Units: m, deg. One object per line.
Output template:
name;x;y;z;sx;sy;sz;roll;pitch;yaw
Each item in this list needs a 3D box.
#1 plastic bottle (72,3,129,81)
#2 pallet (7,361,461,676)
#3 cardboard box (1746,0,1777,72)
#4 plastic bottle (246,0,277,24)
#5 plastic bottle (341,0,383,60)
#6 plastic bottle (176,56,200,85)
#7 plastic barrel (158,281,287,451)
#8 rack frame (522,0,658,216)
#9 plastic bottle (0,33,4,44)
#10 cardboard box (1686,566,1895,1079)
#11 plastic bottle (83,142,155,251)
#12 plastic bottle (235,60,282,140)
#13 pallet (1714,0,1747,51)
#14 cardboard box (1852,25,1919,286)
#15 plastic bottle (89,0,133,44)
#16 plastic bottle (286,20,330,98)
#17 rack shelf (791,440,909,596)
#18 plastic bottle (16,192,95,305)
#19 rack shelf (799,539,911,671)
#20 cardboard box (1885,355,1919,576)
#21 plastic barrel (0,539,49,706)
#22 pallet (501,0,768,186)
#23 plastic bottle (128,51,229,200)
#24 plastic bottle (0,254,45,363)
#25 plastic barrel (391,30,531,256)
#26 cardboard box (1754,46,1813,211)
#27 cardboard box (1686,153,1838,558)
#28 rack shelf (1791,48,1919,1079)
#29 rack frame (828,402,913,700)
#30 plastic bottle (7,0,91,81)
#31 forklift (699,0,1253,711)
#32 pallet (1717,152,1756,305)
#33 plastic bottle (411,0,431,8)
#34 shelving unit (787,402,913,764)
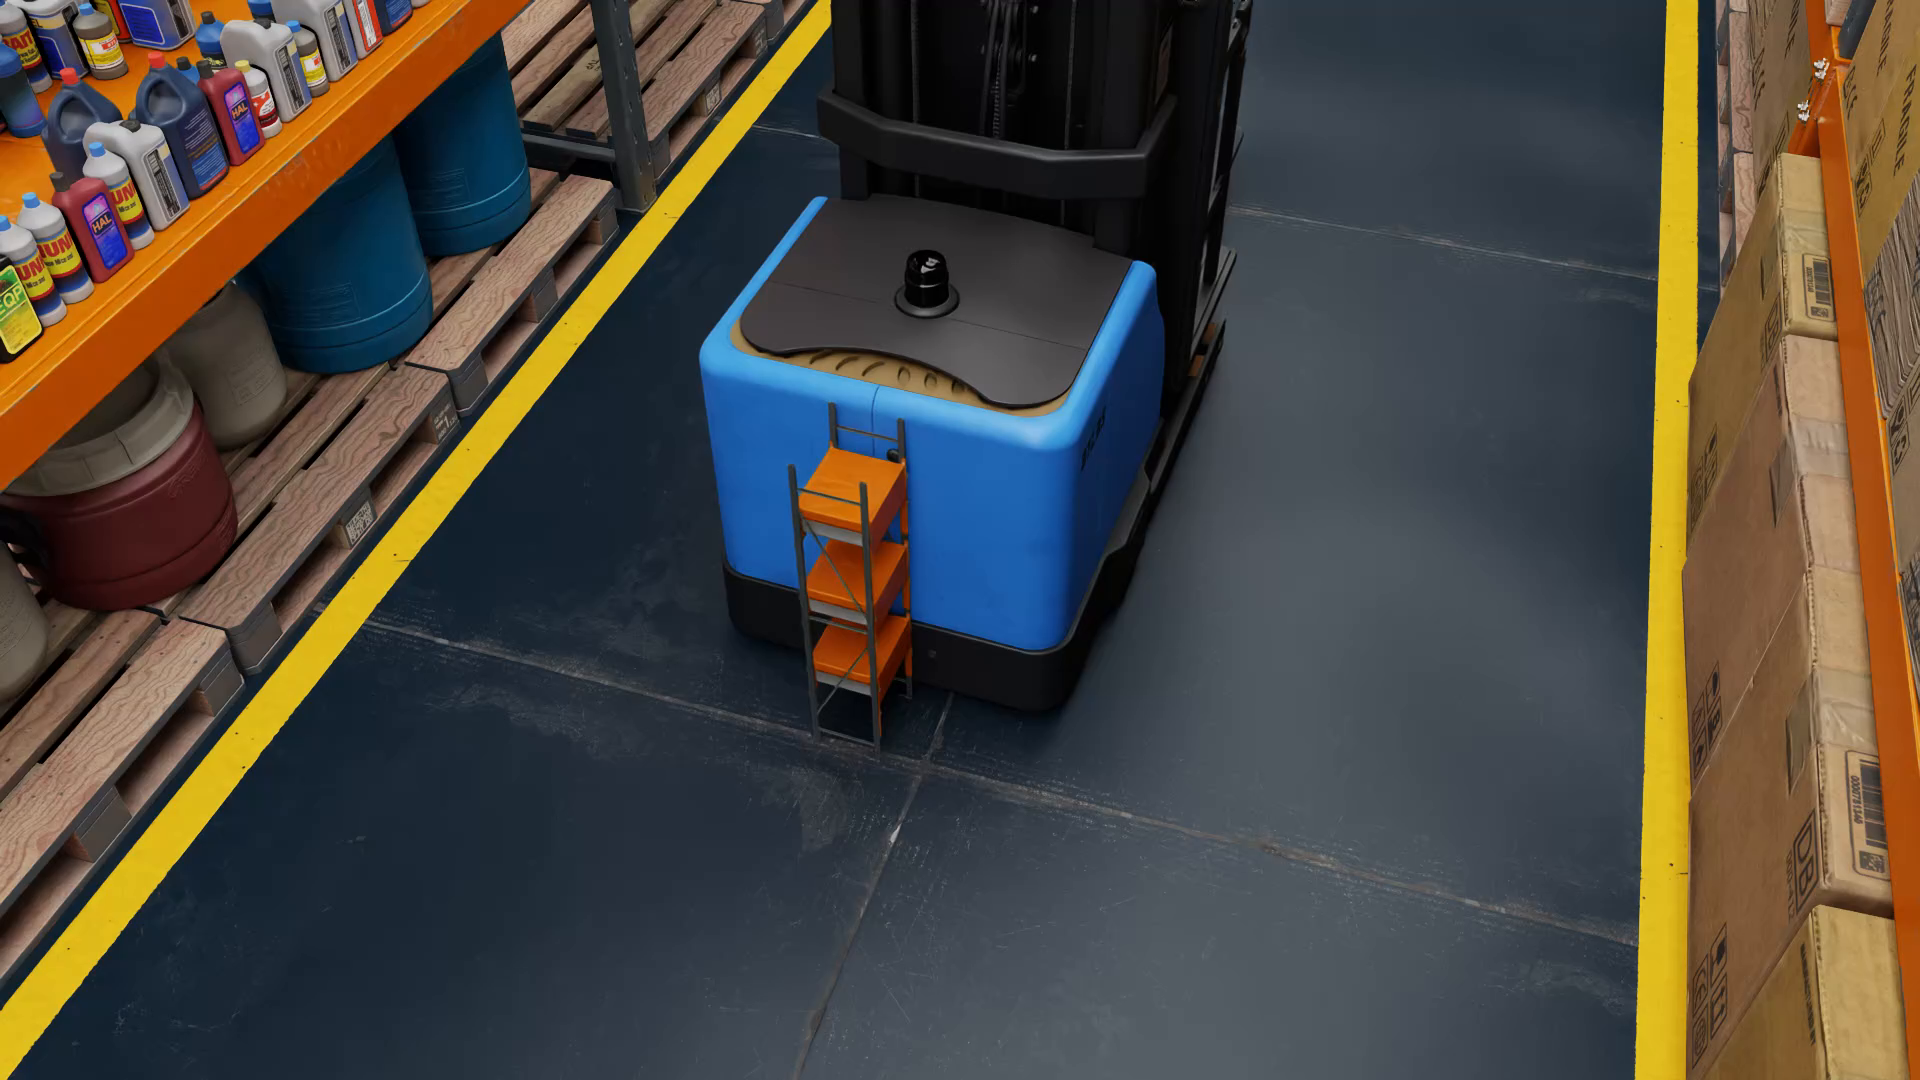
plastic bottle;-2.431;-1.411;4.689;0.097;0.201;0.097;0;44;0
pallet;-2.342;-0.178;5.281;1.003;0.211;1.213;13;46;13
cardboard box;3.837;-2.453;6.831;0.875;0.875;0.875;13;46;13
plastic bottle;-1.941;-1.463;4.693;0.097;0.271;0.097;0;44;0
plastic bottle;-1.776;-1.541;4.768;0.152;0.276;0.135;13;46;13
plastic bottle;-1.994;-1.135;4.358;0.097;0.271;0.097;0;44;0
plastic barrel;-2.353;-0.568;5.164;0.421;0.512;0.421;0;44;0
rack frame;-1.701;-2.496;5.656;1.000;3.000;0.127;13;46;13
plastic bottle;-2.646;-1.314;4.540;0.097;0.271;0.097;0;44;0
cardboard box;2.314;0.781;3.526;1.225;0.875;0.875;13;46;13
plastic bottle;-2.063;-0.845;4.061;0.097;0.271;0.097;0;44;0
plastic bottle;-1.896;-1.186;4.460;0.097;0.201;0.097;0;44;0
pallet;4.063;-2.567;7.722;1.003;0.211;1.213;13;46;13
cardboard box;2.490;-0.893;3.947;0.500;0.500;0.500;13;46;13
plastic bottle;-2.485;-1.606;4.836;0.152;0.276;0.135;13;46;13
plastic bottle;-1.826;-1.341;4.618;0.097;0.201;0.097;0;44;0
rack shelf;-0.272;-0.055;4.165;0.215;0.259;0.240;14;46;14
plastic bottle;-2.133;-0.691;3.903;0.097;0.271;0.097;0;44;0
rack shelf;-0.272;0.148;4.364;0.215;0.259;0.240;14;46;14
cardboard box;2.187;-0.214;3.253;0.500;0.500;0.500;13;46;13
plastic barrel;-2.695;0.185;4.395;0.421;0.512;0.421;0;44;0
pallet;-1.516;-1.997;7.140;1.003;0.211;1.213;13;46;13
plastic bottle;-2.002;-1.062;4.226;0.144;0.351;0.185;13;46;13
plastic bottle;-2.180;-0.550;3.750;0.061;0.283;0.133;13;46;13
plastic barrel;-1.882;-1.537;5.876;0.600;0.901;0.708;13;46;13
cardboard box;3.295;-1.260;5.612;0.875;0.875;0.875;13;46;13
cardboard box;2.844;-0.406;4.740;1.225;0.875;0.875;13;46;13
rack shelf;2.413;0.144;3.473;1.077;0.370;4.000;13;46;13
rack frame;-0.230;0.060;4.438;0.200;1.050;0.008;14;46;14
plastic bottle;-2.555;-1.452;4.678;0.152;0.276;0.135;13;46;13
forklift;0.293;-1.615;4.805;1.130;2.935;3.031;14;46;14
pallet;3.324;-0.940;6.060;1.003;0.211;1.213;13;46;13
plastic bottle;-1.668;-1.796;4.976;0.144;0.351;0.185;13;46;13
shelving unit;-0.272;0.140;4.356;0.215;1.050;0.252;14;46;14
